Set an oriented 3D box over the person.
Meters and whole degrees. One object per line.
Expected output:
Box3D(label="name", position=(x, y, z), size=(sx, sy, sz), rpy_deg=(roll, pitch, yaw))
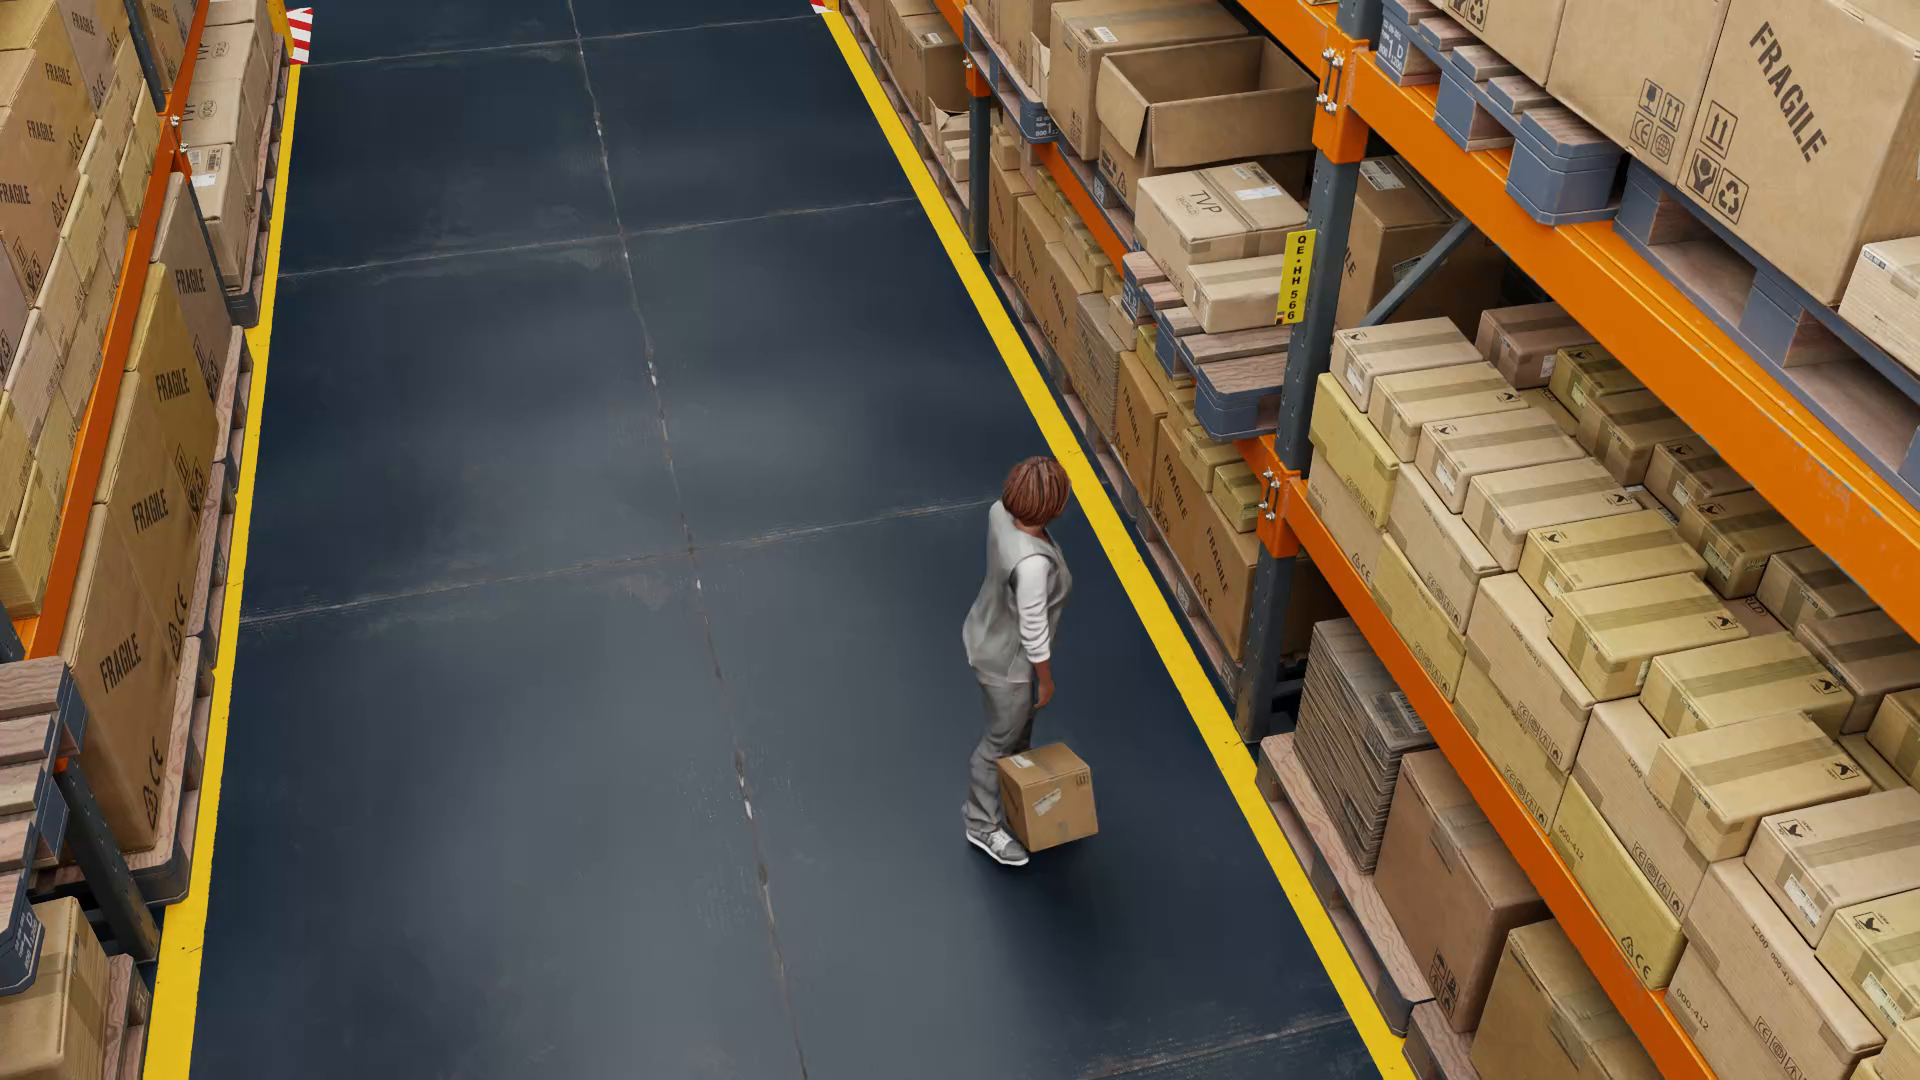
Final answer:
Box3D(label="person", position=(0.227, 0.401, 5.639), size=(0.462, 1.593, 0.487), rpy_deg=(-6, 39, -7))
